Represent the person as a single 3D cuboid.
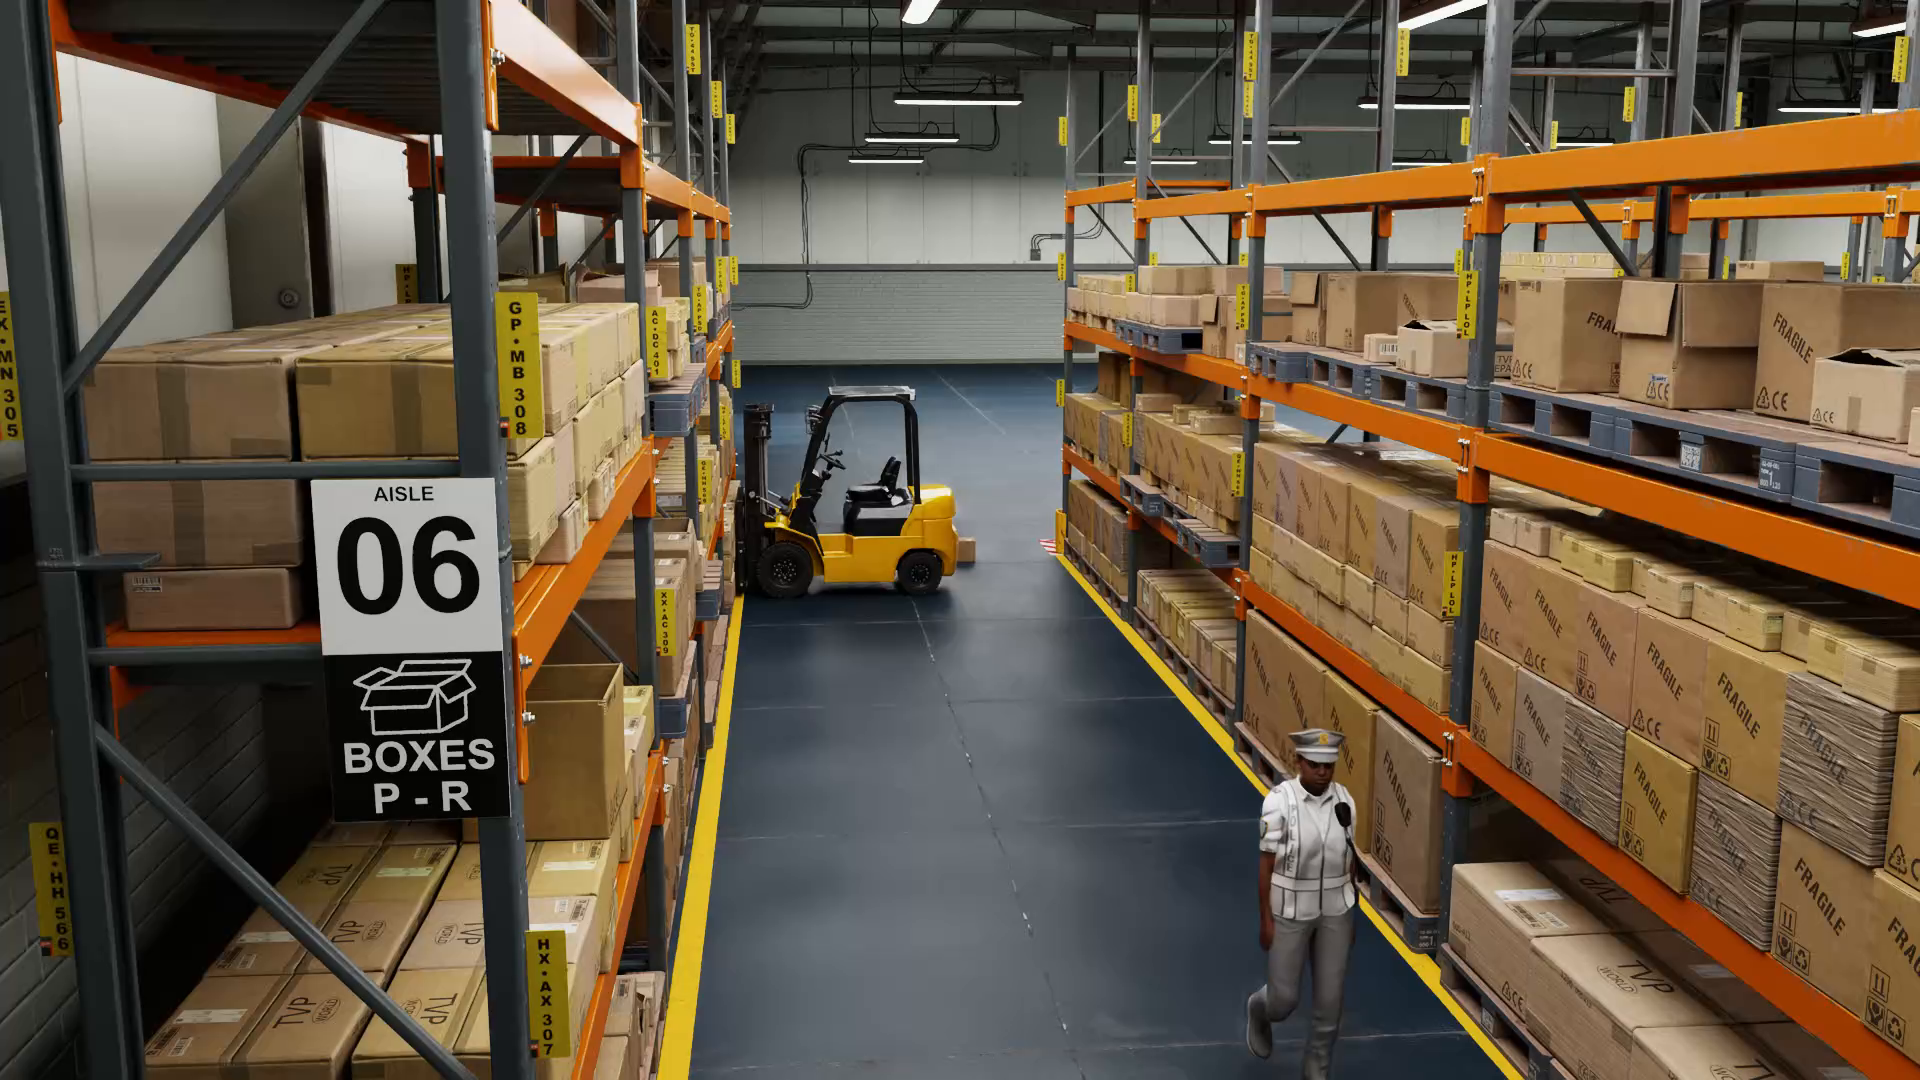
[{"bbox_3d":[1.499,1.601,7.236,0.450,1.671,0.607,-2,10,-9],"label":"person"}]
